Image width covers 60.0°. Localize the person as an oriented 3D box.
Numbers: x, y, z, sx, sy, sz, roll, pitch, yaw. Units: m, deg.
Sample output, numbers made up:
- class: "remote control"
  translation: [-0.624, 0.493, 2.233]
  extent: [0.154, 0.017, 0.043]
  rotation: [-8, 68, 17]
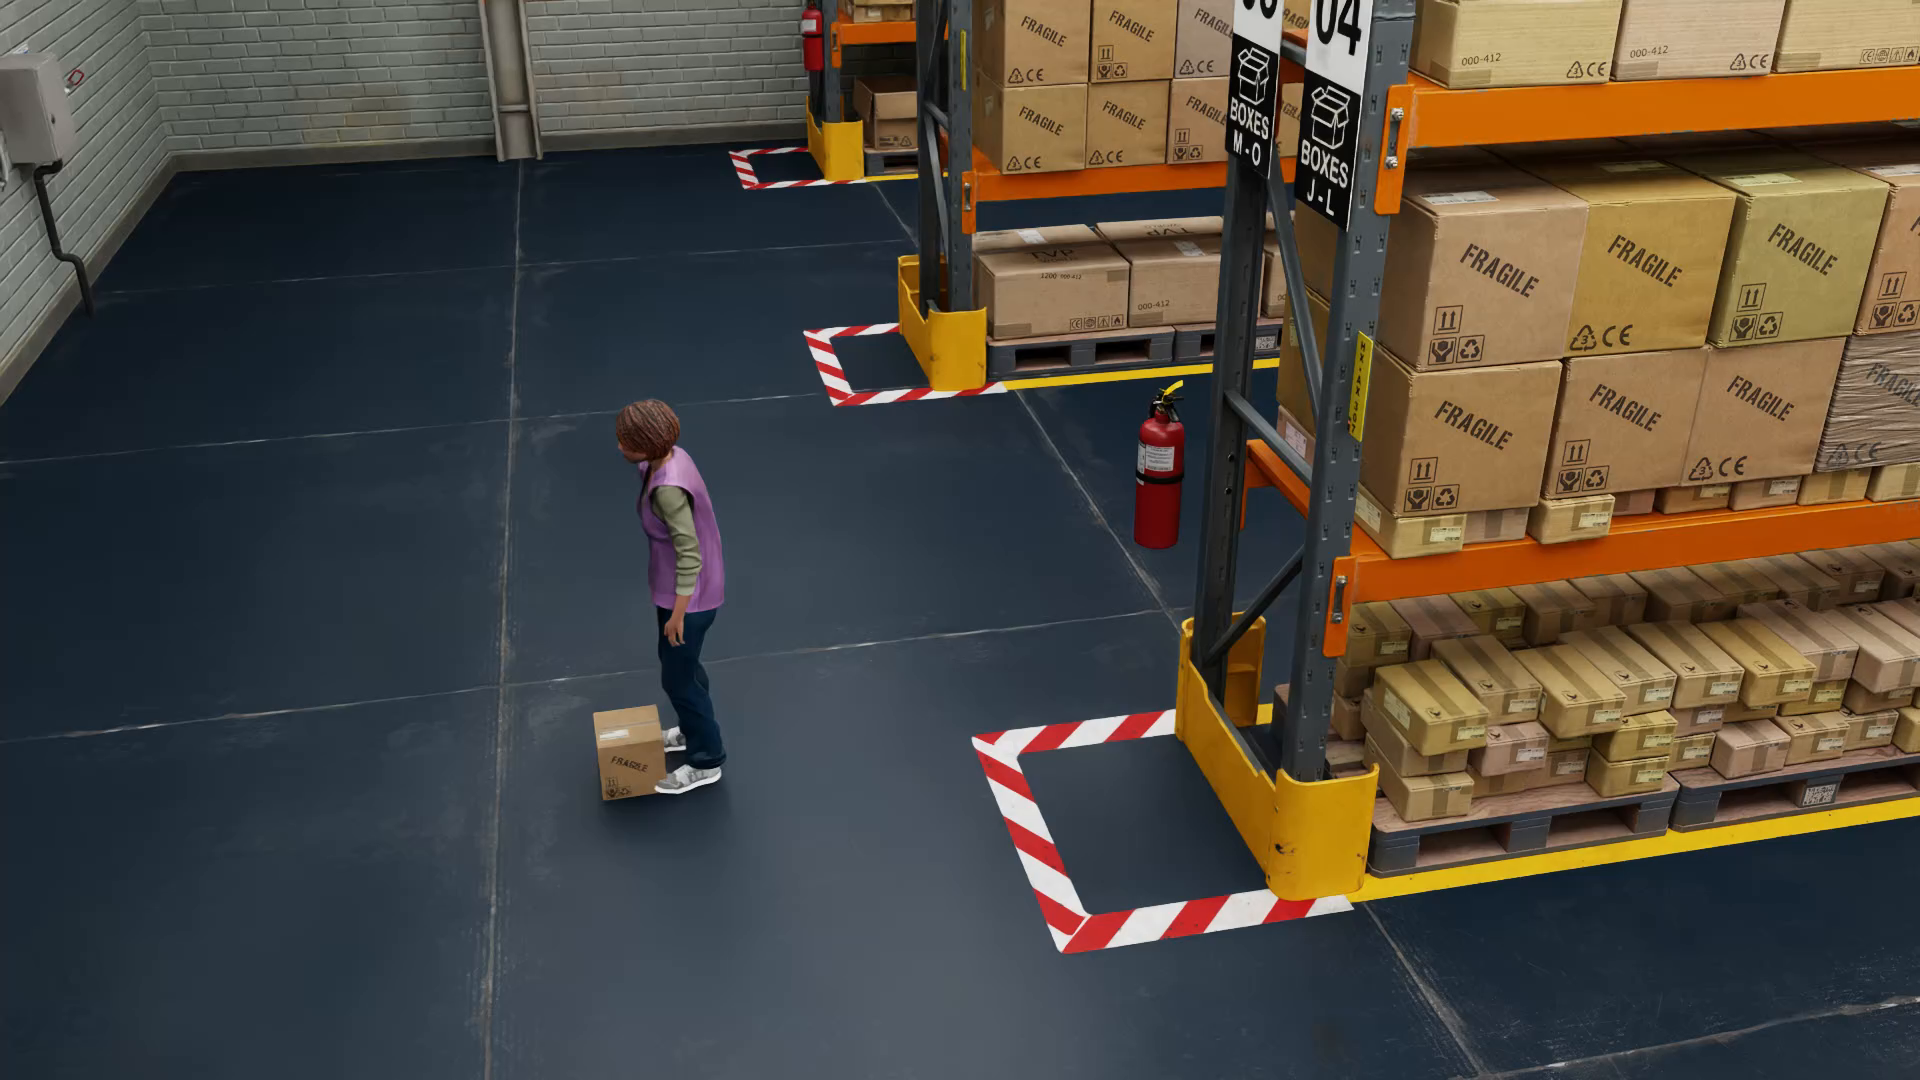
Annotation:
- class: "person"
  translation: [-1.055, 0.254, 6.256]
  extent: [0.340, 1.481, 0.484]
  rotation: [-7, 28, -14]
